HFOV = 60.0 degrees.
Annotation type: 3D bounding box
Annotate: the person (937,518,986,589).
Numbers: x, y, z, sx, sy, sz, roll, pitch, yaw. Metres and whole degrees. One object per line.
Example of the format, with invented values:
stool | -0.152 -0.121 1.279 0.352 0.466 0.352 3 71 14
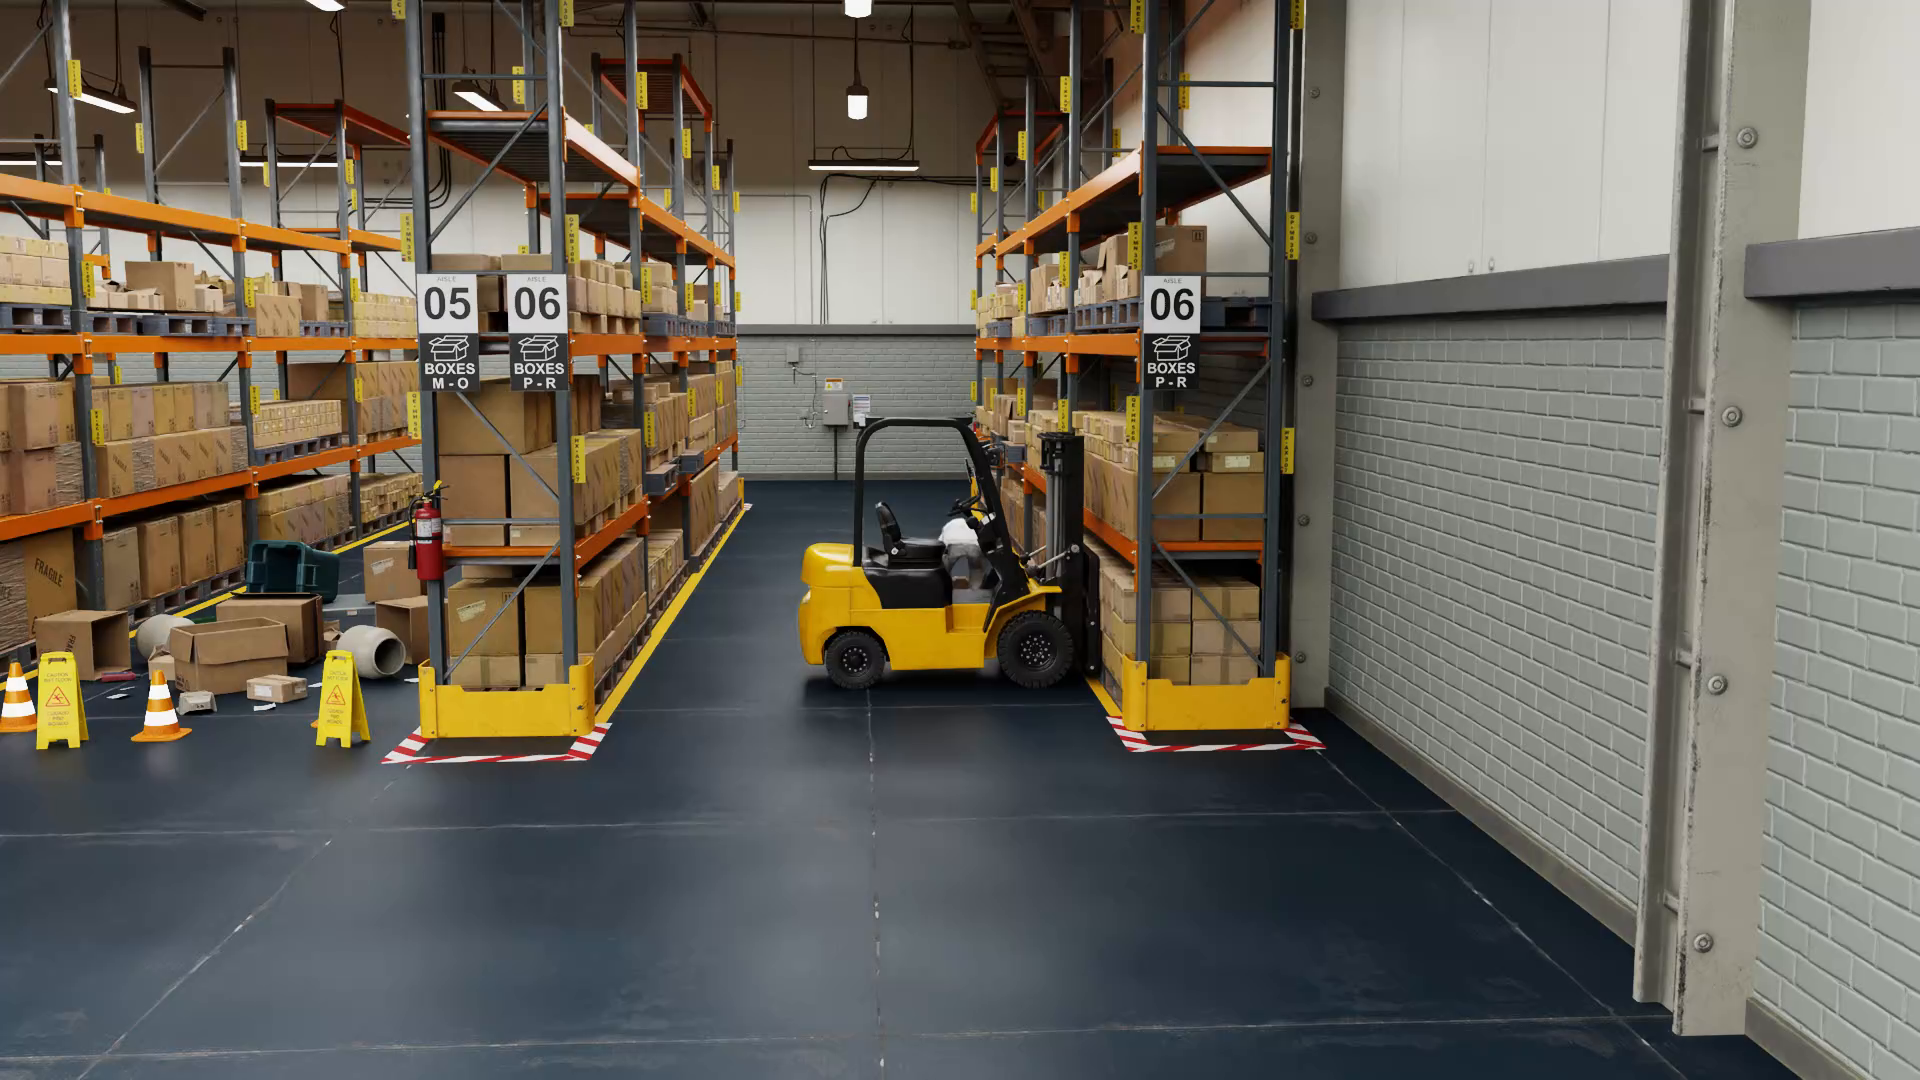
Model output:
person | 0.002 0.251 16.902 0.513 0.987 0.981 -1 7 -7
